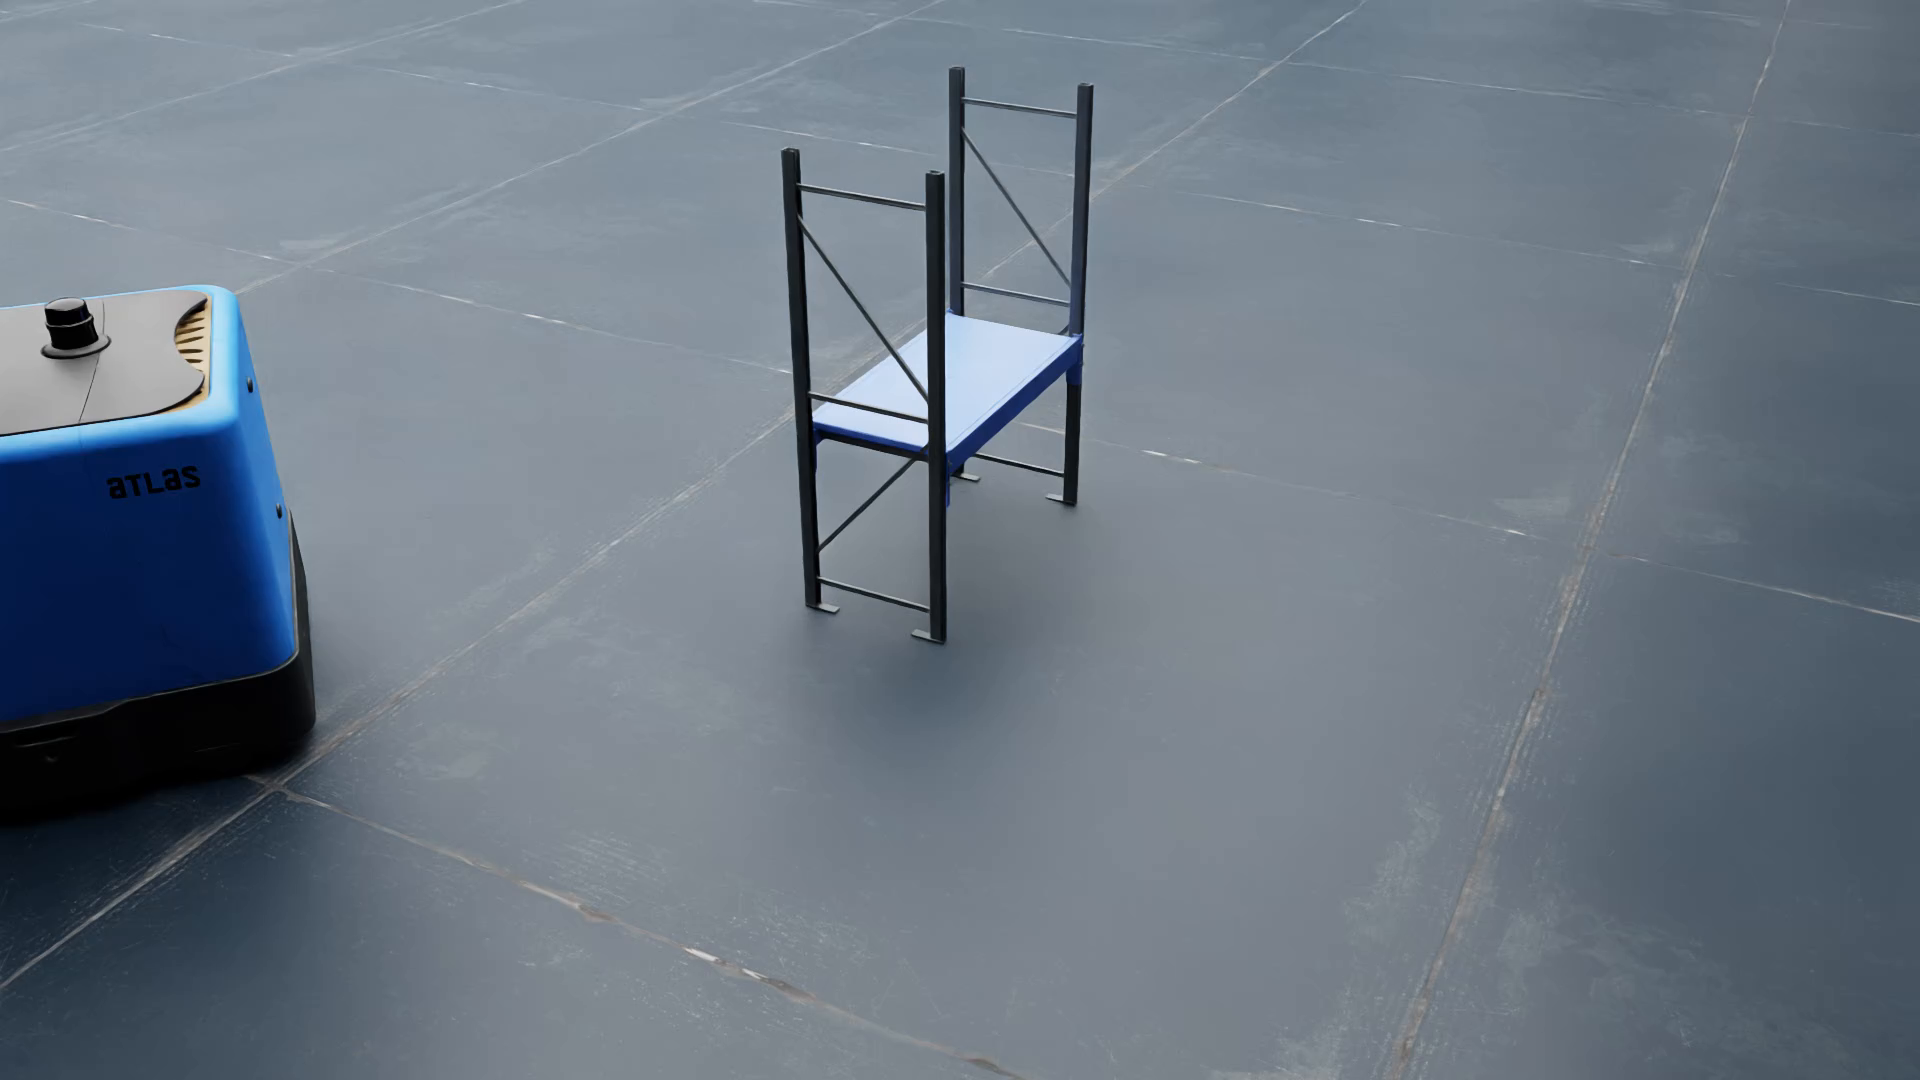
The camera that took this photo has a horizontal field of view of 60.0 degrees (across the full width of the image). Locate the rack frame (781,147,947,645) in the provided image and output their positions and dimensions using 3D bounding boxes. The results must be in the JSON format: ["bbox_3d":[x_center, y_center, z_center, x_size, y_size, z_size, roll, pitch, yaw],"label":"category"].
[{"bbox_3d":[-0.270,-0.387,4.918,0.500,1.500,0.032,14,33,23],"label":"rack frame"}]

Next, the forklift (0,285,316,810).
[{"bbox_3d":[-3.394,-0.630,3.903,3.031,2.935,1.130,-11,32,-18],"label":"forklift"}]

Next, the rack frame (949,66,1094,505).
[{"bbox_3d":[0.193,-0.838,5.703,0.500,1.500,0.032,14,33,23],"label":"rack frame"}]

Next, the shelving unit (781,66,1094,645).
[{"bbox_3d":[-0.039,-0.613,5.311,0.538,1.500,1.048,14,33,23],"label":"shelving unit"}]

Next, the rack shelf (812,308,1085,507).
[{"bbox_3d":[-0.039,-0.457,5.400,0.538,0.185,1.000,14,33,23],"label":"rack shelf"}]
